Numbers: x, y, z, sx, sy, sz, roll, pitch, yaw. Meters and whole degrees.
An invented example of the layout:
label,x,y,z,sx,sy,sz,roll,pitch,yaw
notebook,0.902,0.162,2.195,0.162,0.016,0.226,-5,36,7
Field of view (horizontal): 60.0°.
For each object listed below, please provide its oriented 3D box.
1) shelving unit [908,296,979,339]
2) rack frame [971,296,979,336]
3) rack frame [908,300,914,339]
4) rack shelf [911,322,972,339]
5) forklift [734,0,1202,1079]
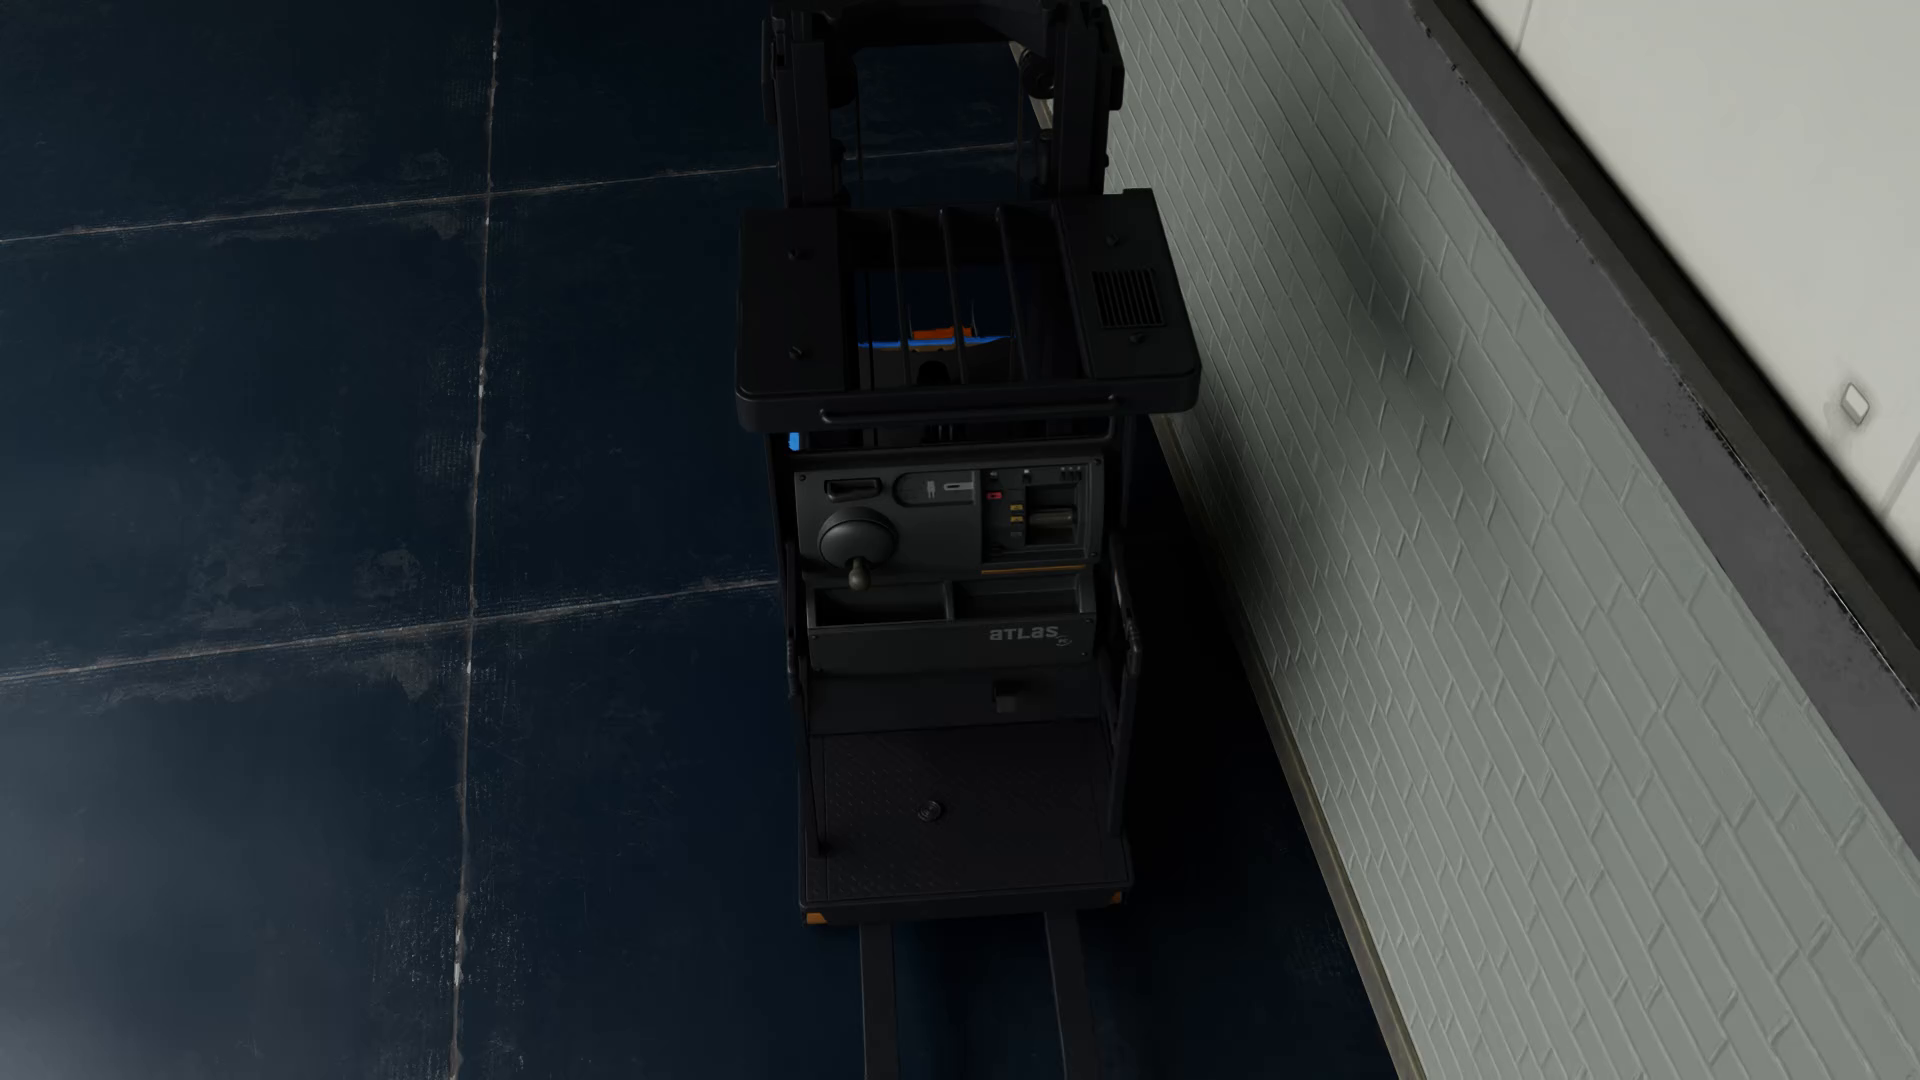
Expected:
label,x,y,z,sx,sy,sz,roll,pitch,yaw
shelving unit,-0.064,-0.491,6.687,0.252,1.050,0.215,-4,46,-4
rack frame,0.057,-0.499,6.695,0.008,1.050,0.200,-4,46,-4
rack frame,-0.186,-0.483,6.680,0.008,1.050,0.200,-4,46,-4
rack shelf,-0.064,-0.681,6.491,0.240,0.259,0.215,-4,46,-4
forklift,-0.009,0.034,4.875,1.130,2.935,3.031,-3,46,-3
